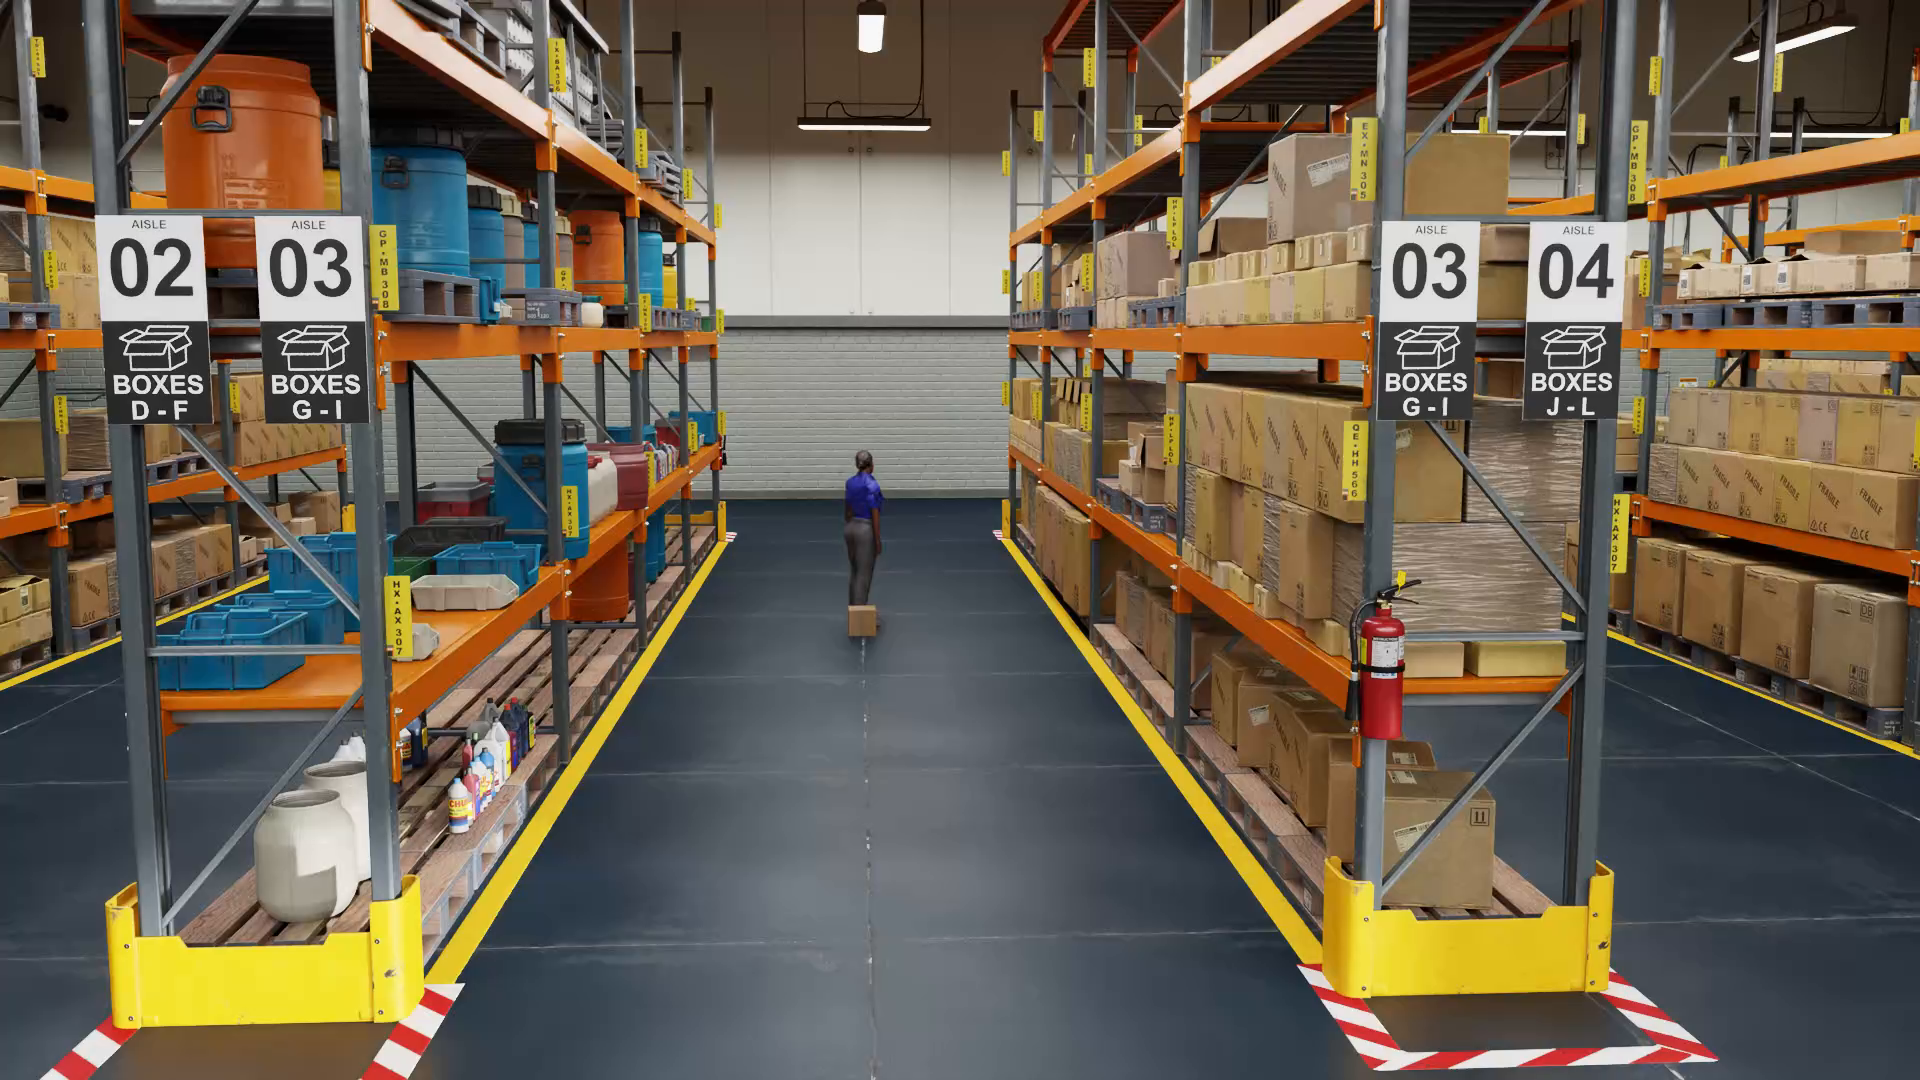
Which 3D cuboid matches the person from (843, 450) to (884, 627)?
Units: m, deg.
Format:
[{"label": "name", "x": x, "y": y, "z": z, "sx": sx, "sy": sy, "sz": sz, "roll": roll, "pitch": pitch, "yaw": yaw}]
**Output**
[{"label": "person", "x": -0.907, "y": -0.027, "z": 15.800, "sx": 0.449, "sy": 1.656, "sz": 0.529, "roll": -5, "pitch": 9, "yaw": -37}]
